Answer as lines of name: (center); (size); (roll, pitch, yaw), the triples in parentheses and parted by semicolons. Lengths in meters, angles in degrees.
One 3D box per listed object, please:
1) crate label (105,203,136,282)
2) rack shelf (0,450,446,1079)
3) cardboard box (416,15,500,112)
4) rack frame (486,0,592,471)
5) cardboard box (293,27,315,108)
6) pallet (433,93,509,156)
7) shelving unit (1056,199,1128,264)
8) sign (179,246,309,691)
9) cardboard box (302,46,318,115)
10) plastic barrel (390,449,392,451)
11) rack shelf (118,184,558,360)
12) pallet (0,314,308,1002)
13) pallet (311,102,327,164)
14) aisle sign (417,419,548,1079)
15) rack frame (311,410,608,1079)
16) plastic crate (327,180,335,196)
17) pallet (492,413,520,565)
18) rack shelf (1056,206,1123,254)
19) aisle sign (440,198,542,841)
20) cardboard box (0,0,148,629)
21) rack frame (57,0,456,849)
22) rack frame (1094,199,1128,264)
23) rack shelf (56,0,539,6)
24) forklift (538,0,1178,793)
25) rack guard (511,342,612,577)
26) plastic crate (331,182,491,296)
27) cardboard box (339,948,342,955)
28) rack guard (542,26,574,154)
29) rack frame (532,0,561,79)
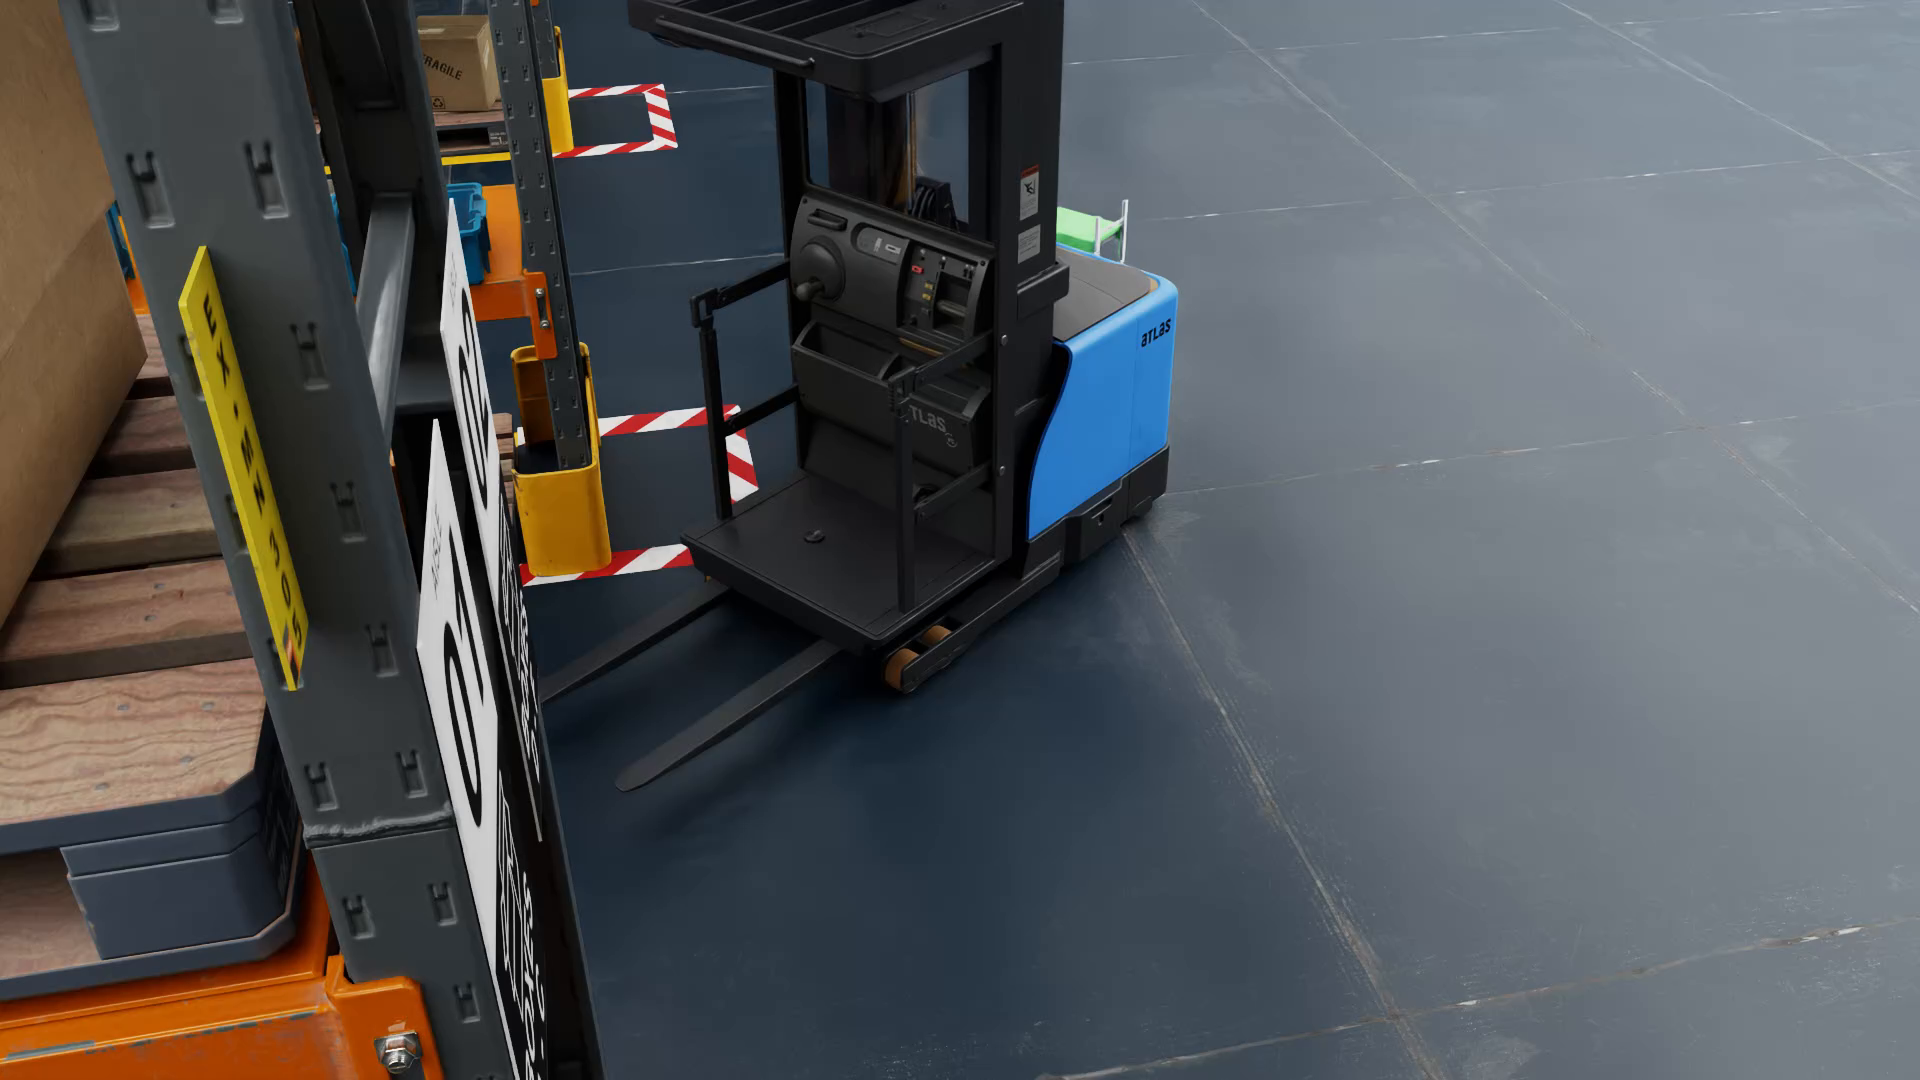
crate label: (-3.447, -1.096, 6.160); (0.616, 0.435, 0.502); (-7, 35, -11)
rack shelf: (-2.573, 0.537, 1.711); (4.000, 0.370, 1.077); (-7, 35, -11)
cardboard box: (-3.417, -3.215, 11.216); (0.500, 0.500, 0.500); (-1, 34, -2)
rack frame: (-1.712, -1.455, 6.726); (0.127, 3.000, 1.000); (-7, 35, -11)
cardboard box: (-4.607, -3.056, 10.979); (0.500, 0.500, 0.500); (-4, 34, -6)
pallet: (-3.679, -2.899, 11.380); (1.213, 0.211, 1.003); (-7, 35, -11)
shelving unit: (0.469, -1.030, 7.707); (0.503, 1.200, 0.258); (23, 40, 30)
sign: (-0.516, -0.046, 1.211); (0.005, 0.325, 0.100); (-7, 35, -11)
cardboard box: (-3.992, -3.123, 11.079); (0.500, 0.500, 0.500); (1, 34, 2)
plastic barrel: (-2.337, -0.473, 7.119); (0.421, 0.512, 0.421); (0, 34, 0)
rack shelf: (-3.662, -0.910, 6.560); (4.000, 0.370, 1.077); (-7, 35, -11)
pallet: (-1.318, 0.102, 1.793); (1.213, 0.211, 1.003); (-7, 35, -11)
pallet: (-4.866, -2.751, 11.159); (1.213, 0.211, 1.003); (-7, 35, -11)
aisle sign: (-0.494, 0.310, 1.763); (0.004, 0.787, 0.394); (-7, 35, -11)
rack frame: (-0.622, 1.238, 2.713); (0.127, 3.000, 1.000); (-7, 35, -11)
plastic crate: (-2.655, -1.410, 6.896); (0.250, 0.136, 0.298); (-7, 35, -11)
pallet: (-2.569, -0.165, 7.306); (1.213, 0.211, 1.003); (-7, 35, -11)
rack shelf: (0.467, -1.375, 7.474); (0.480, 0.148, 0.258); (23, 40, 30)
aisle sign: (-0.626, -0.016, 2.249); (0.004, 0.787, 0.394); (-7, 35, -11)
cardboard box: (-1.184, -0.215, 1.591); (0.637, 0.503, 0.797); (-5, 34, -7)
rack frame: (-0.622, -1.253, 1.042); (0.127, 3.000, 1.000); (-7, 35, -11)
rack frame: (0.664, -0.949, 7.586); (0.015, 1.200, 0.240); (23, 40, 30)
rack shelf: (-4.755, -3.602, 10.571); (4.000, 0.370, 1.077); (-7, 35, -11)
forklift: (-0.407, -0.949, 6.034); (1.130, 2.935, 3.031); (25, 41, 32)
rack guard: (-1.775, -0.382, 7.370); (0.348, 0.500, 1.175); (-7, 35, -11)
plastic crate: (-2.134, -1.169, 6.433); (0.616, 0.251, 0.499); (-7, 35, -11)
cardboard box: (-1.132, 0.715, 2.239); (0.500, 0.500, 0.700); (-7, 35, -10)
rack guard: (-2.878, -3.099, 11.420); (0.348, 0.500, 1.175); (-7, 35, -11)
rack frame: (-2.804, -4.146, 10.737); (0.127, 3.000, 1.000); (-7, 35, -11)
